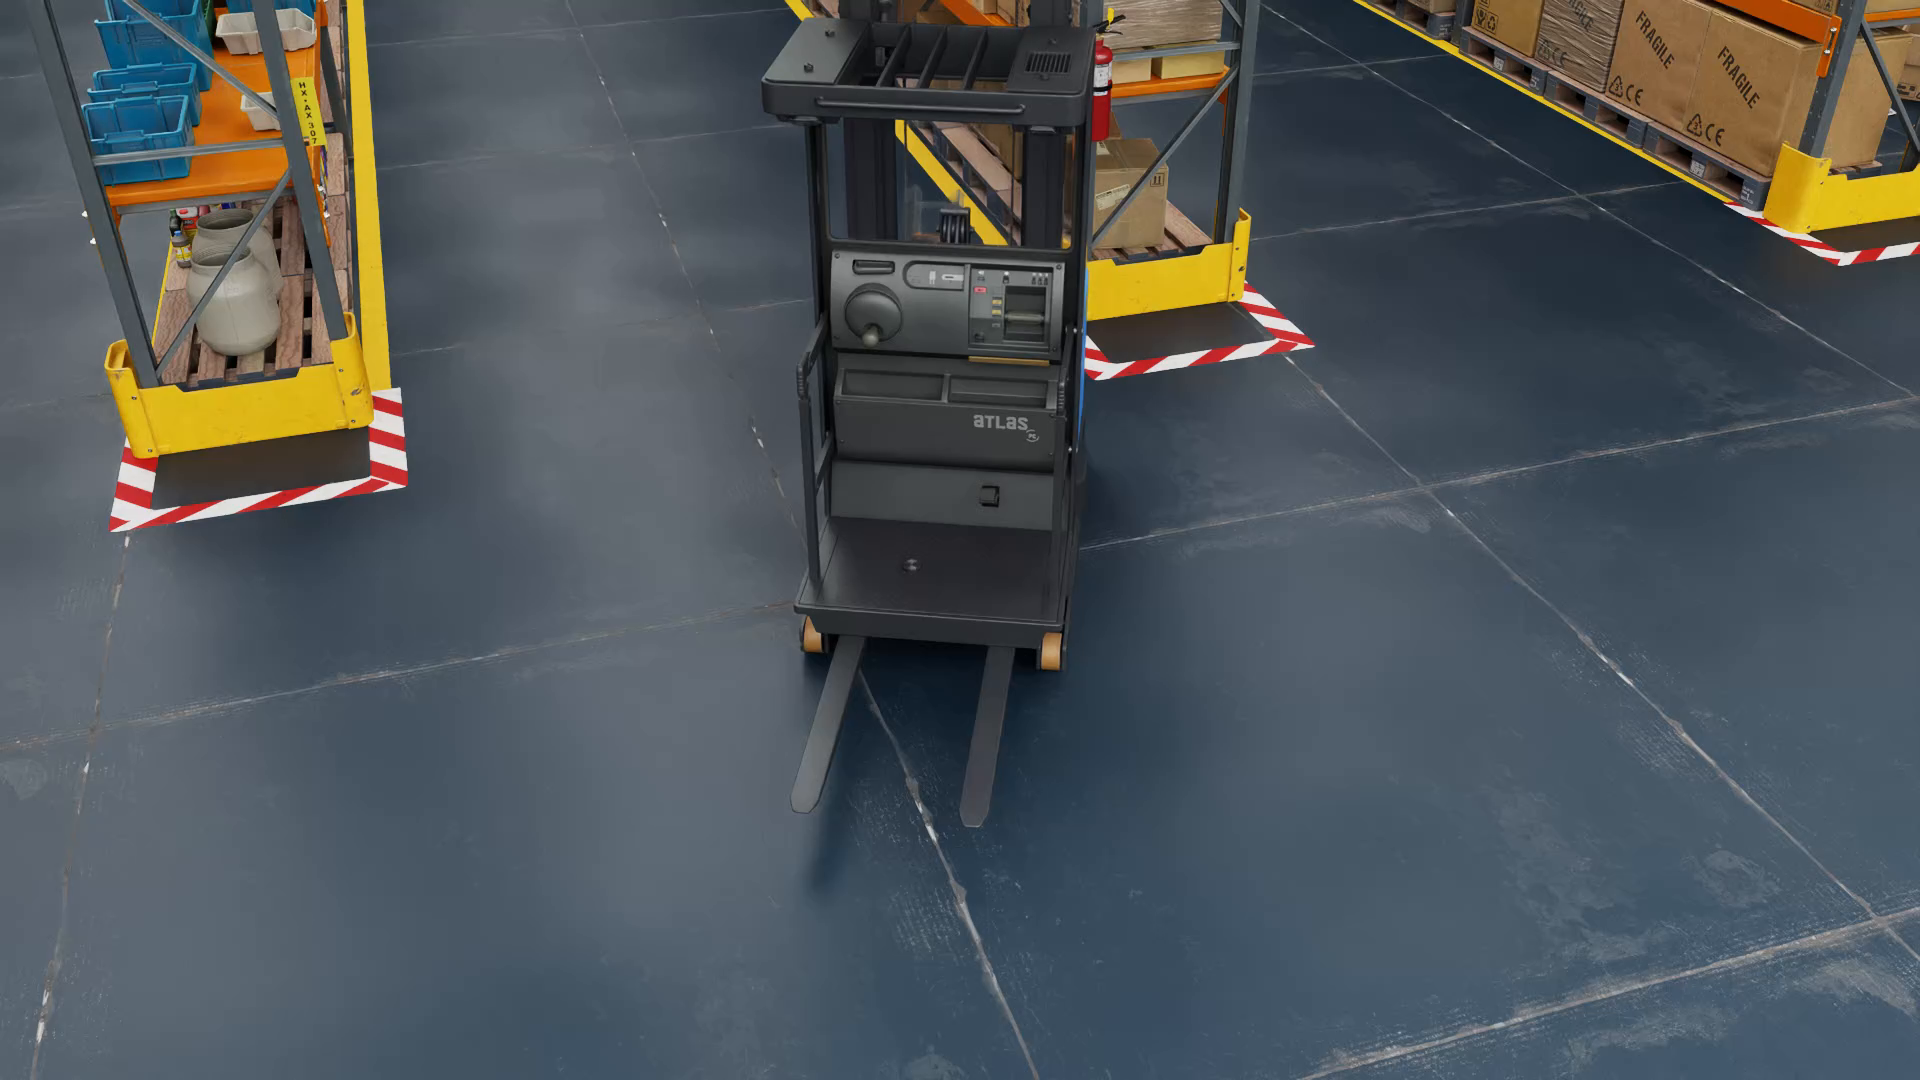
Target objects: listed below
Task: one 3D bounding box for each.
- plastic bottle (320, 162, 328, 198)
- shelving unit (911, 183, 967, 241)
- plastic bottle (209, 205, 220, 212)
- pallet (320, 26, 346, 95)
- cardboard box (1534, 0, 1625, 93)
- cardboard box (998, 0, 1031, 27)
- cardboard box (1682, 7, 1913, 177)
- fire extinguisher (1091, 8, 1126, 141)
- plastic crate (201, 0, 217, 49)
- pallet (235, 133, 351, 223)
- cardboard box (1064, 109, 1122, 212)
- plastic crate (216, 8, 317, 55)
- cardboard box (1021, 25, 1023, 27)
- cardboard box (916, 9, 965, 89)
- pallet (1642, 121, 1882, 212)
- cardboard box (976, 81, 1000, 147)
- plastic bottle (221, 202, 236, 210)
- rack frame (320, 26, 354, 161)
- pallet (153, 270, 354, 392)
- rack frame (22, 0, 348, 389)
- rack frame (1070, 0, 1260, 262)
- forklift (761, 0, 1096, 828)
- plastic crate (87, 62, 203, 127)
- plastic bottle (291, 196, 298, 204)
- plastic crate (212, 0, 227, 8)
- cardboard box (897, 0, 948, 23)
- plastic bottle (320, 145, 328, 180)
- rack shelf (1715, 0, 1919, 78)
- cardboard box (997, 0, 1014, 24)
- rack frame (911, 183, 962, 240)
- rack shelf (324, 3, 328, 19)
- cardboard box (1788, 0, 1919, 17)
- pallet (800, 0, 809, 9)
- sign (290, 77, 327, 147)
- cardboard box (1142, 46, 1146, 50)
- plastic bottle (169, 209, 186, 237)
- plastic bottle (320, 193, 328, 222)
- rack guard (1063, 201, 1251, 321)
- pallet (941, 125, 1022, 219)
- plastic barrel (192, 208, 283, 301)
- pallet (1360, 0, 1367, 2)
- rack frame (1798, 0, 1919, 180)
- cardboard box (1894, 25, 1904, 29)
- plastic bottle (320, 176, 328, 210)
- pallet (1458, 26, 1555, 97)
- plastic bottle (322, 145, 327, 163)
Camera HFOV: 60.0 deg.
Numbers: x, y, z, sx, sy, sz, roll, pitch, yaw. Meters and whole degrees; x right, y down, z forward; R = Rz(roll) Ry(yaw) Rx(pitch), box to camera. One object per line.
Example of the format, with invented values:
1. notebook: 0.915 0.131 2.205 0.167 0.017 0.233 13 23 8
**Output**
1. plastic bottle: -4.137 -2.310 10.597 0.152 0.276 0.135 -9 35 -14
2. shelving unit: -0.139 -1.206 8.541 0.258 1.200 0.189 5 4 7
3. plastic bottle: -4.548 -1.956 10.128 0.097 0.201 0.097 0 33 0
4. pallet: -5.463 -3.793 13.299 1.003 0.211 1.213 -10 35 -15
5. cardboard box: 5.064 -3.997 12.624 0.875 0.875 0.875 -10 35 -14
6. cardboard box: 0.718 -3.343 9.728 0.875 0.500 0.500 -10 35 -15
7. cardboard box: 5.611 -3.056 11.201 0.875 0.875 0.875 -10 35 -14
8. fire extinguisher: 0.722 -2.472 8.840 0.296 0.674 0.183 -10 35 -15
9. plastic crate: -4.666 -3.060 9.853 0.450 0.188 0.662 -10 35 -15
10. pallet: -4.646 -2.386 11.169 1.003 0.211 1.213 -10 35 -15
11. cardboard box: 0.737 -2.413 10.567 0.500 0.500 0.500 -1 33 -2
12. plastic crate: -4.074 -2.989 9.792 0.530 0.136 0.437 -10 35 -15
13. cardboard box: 0.580 -3.040 9.857 0.380 0.149 0.250 -10 35 -15
14. cardboard box: -0.010 -3.657 12.450 0.500 0.500 0.500 -11 35 -16
15. pallet: 5.562 -2.666 11.593 1.003 0.211 1.213 -10 35 -15
16. cardboard box: 0.436 -3.045 11.524 0.500 0.500 0.500 -13 36 -19
17. plastic bottle: -4.639 -2.178 10.397 0.152 0.276 0.135 -10 35 -15
18. rack frame: -4.811 -3.909 10.945 1.000 3.000 0.127 -10 35 -15
19. pallet: -3.901 -1.105 9.230 1.003 0.211 1.213 -10 35 -15
20. rack frame: -3.591 -1.809 7.766 1.000 3.000 0.127 -10 35 -15
21. rack frame: 1.126 -2.642 9.027 1.000 3.000 0.127 -10 35 -15
22. forklift: -0.077 -0.881 6.425 1.130 2.935 3.031 4 34 6
23. plastic crate: -4.221 -2.301 8.646 0.499 0.251 0.408 -10 35 -15
24. plastic bottle: -4.238 -2.295 10.567 0.061 0.283 0.133 -10 35 -15
25. plastic crate: -4.772 -3.587 10.513 0.767 0.338 0.504 -10 35 -15
26. cardboard box: -0.261 -4.208 13.266 0.700 0.500 0.500 -13 36 -18
27. plastic bottle: -4.192 -2.490 10.863 0.061 0.283 0.133 -8 34 -12
28. rack shelf: 5.271 -4.173 11.996 1.077 0.370 4.000 -10 35 -15
29. cardboard box: 0.446 -3.305 10.259 0.380 0.149 0.250 -10 35 -15
30. rack frame: -0.151 -1.201 8.451 0.240 1.200 0.006 5 4 7
31. rack shelf: -5.421 -4.659 12.732 1.077 0.370 4.000 -10 35 -15
32. cardboard box: 5.724 -3.672 10.451 0.875 0.550 0.550 -10 35 -15
33. pallet: -1.077 -5.268 15.531 1.003 0.211 1.213 -10 35 -15
34. sign: -3.065 -2.014 7.827 0.100 0.325 0.005 -10 35 -15
35. cardboard box: 1.208 -2.861 9.587 0.380 0.149 0.250 -10 35 -15
36. plastic bottle: -4.621 -1.808 9.830 0.061 0.283 0.133 -9 35 -14
37. plastic bottle: -3.982 -2.091 10.269 0.097 0.271 0.097 0 33 0
38. rack guard: 1.103 -1.639 9.776 1.175 0.500 0.348 -10 35 -15
39. pallet: 0.520 -2.590 11.478 1.003 0.211 1.213 -10 35 -15
40. plastic barrel: -4.017 -1.542 9.238 0.421 0.512 0.421 0 33 0
41. pallet: 3.978 -5.394 15.721 1.003 0.211 1.213 -10 35 -15
42. rack frame: 5.881 -3.423 10.209 1.000 3.000 0.127 -10 35 -15
43. cardboard box: 7.324 -4.309 13.692 0.797 0.637 0.503 -10 35 -15
44. plastic bottle: -4.044 -2.197 10.430 0.097 0.271 0.097 0 33 0
45. pallet: 4.818 -3.947 13.532 1.003 0.211 1.213 -10 35 -15
46. plastic bottle: -4.340 -2.698 11.115 0.144 0.351 0.185 -11 35 -16
